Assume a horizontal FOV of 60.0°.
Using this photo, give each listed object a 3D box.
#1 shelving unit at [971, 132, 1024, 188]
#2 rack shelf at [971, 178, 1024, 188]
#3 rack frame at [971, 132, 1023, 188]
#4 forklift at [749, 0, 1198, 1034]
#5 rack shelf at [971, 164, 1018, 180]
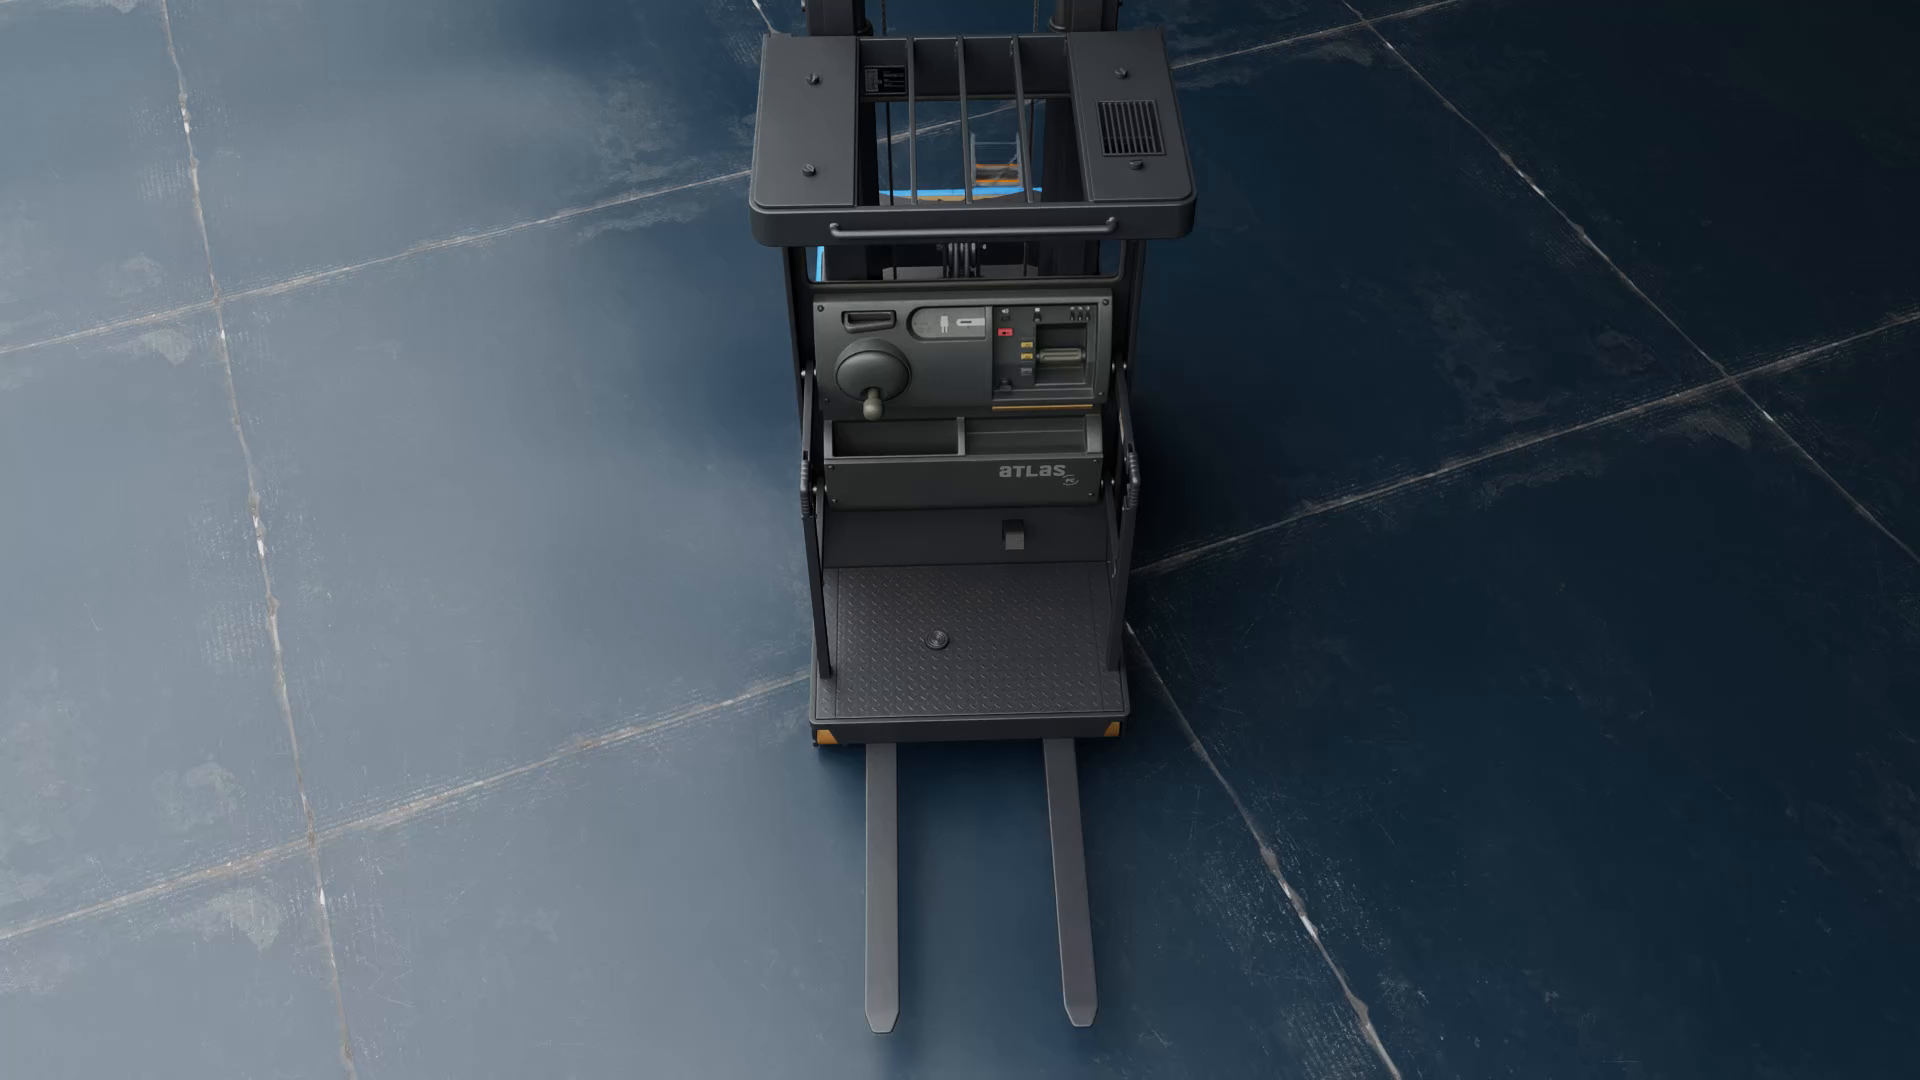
[{"bbox_3d":[0.177,-1.454,7.712,0.258,0.189,1.200,0,49,0],"label":"shelving unit"},{"bbox_3d":[0.175,-1.602,7.839,0.258,0.180,0.103,0,49,0],"label":"rack shelf"},{"bbox_3d":[0.177,-1.514,7.642,0.240,0.006,1.200,0,49,0],"label":"rack frame"},{"bbox_3d":[0.020,-0.478,5.069,1.130,2.935,3.031,-1,49,-1],"label":"forklift"},{"bbox_3d":[0.174,-1.693,7.917,0.258,0.180,0.103,0,49,0],"label":"rack shelf"}]
